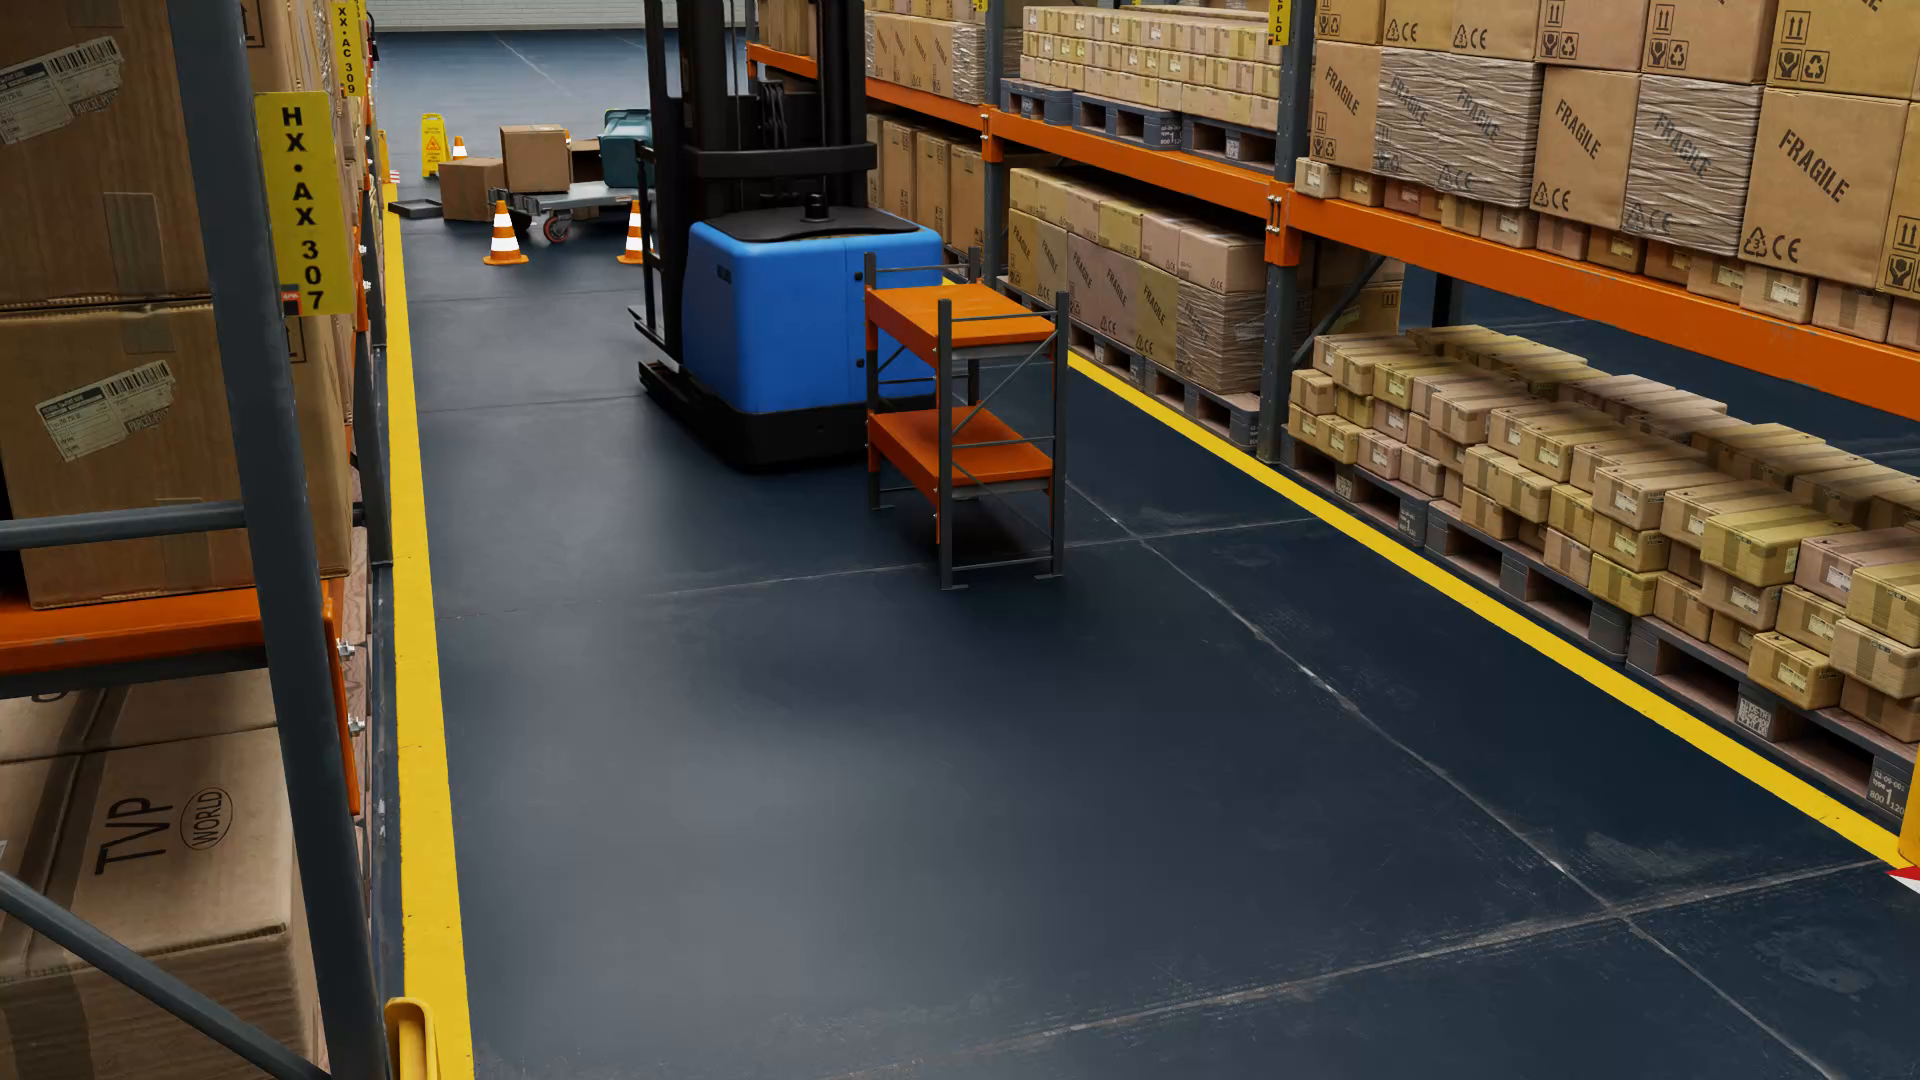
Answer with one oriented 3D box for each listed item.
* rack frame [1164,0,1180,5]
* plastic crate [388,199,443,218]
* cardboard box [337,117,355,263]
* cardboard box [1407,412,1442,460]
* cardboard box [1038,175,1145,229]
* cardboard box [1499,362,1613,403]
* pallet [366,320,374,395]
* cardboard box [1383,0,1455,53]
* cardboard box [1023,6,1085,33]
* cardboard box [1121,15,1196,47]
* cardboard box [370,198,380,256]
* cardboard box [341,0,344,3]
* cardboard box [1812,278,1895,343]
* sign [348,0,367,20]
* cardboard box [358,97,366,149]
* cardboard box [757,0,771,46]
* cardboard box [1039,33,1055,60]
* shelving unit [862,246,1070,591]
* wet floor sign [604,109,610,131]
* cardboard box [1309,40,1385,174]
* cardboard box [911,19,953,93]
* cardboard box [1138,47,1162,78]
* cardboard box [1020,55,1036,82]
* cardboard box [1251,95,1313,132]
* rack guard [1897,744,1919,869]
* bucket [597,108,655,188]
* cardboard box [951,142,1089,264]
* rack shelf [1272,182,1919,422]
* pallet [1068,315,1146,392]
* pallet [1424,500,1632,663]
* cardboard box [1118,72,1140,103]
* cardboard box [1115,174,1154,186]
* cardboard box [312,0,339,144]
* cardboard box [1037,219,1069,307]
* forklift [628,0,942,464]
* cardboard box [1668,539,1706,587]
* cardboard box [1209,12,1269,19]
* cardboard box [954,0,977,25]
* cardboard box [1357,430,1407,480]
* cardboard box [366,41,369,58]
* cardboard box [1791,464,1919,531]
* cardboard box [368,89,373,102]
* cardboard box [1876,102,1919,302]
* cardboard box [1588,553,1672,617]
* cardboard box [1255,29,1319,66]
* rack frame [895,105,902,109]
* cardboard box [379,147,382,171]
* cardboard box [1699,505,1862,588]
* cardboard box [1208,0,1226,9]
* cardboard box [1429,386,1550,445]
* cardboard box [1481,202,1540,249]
[{"bbox_3d":[2.885,-6.178,19.681,1.000,3.000,0.127,-6,21,-17],"label":"rack frame"},{"bbox_3d":[-4.981,-3.059,15.314,0.402,0.080,0.583,-15,25,-36],"label":"plastic crate"},{"bbox_3d":[-2.363,-1.200,5.672,0.500,0.500,0.500,-6,21,-17],"label":"cardboard box"},{"bbox_3d":[2.084,-0.446,6.876,0.380,0.149,0.250,-7,21,-20],"label":"cardboard box"},{"bbox_3d":[0.805,-2.081,10.240,0.500,0.250,0.500,-7,21,-18],"label":"cardboard box"},{"bbox_3d":[2.485,-0.634,6.960,0.380,0.149,0.250,-6,21,-15],"label":"cardboard box"},{"bbox_3d":[-3.832,-0.985,9.346,1.003,0.211,1.213,-6,21,-17],"label":"pallet"},{"bbox_3d":[2.004,-2.155,6.412,0.500,0.500,0.500,-7,21,-19],"label":"cardboard box"},{"bbox_3d":[0.621,-3.306,10.553,0.380,0.149,0.250,-6,21,-17],"label":"cardboard box"},{"bbox_3d":[1.109,-2.805,9.159,0.380,0.149,0.250,-7,21,-18],"label":"cardboard box"},{"bbox_3d":[-4.649,-2.181,11.819,0.950,0.372,0.625,-6,21,-15],"label":"cardboard box"},{"bbox_3d":[-3.279,-2.614,8.129,0.500,0.500,0.500,-6,21,-17],"label":"cardboard box"},{"bbox_3d":[2.667,-0.668,4.712,0.380,0.149,0.250,-7,21,-18],"label":"cardboard box"},{"bbox_3d":[-3.483,-3.163,9.573,0.100,0.325,0.005,-6,21,-17],"label":"sign"},{"bbox_3d":[-3.428,-2.191,8.800,0.500,0.250,0.500,-6,21,-16],"label":"cardboard box"},{"bbox_3d":[-1.696,-5.640,17.960,0.875,0.550,0.550,-6,21,-17],"label":"cardboard box"},{"bbox_3d":[0.707,-3.073,10.344,0.380,0.149,0.250,-5,20,-15],"label":"cardboard box"},{"bbox_3d":[0.002,-0.527,6.720,0.538,1.125,1.048,-6,21,-17],"label":"shelving unit"},{"bbox_3d":[-3.745,-4.375,18.142,0.267,0.644,0.232,-10,22,-27],"label":"wet floor sign"},{"bbox_3d":[1.832,-1.834,6.998,0.500,0.500,0.500,-7,21,-18],"label":"cardboard box"},{"bbox_3d":[-0.050,-3.600,12.355,0.500,0.500,0.500,-7,21,-18],"label":"cardboard box"},{"bbox_3d":[1.186,-2.582,8.977,0.380,0.149,0.250,-6,21,-17],"label":"cardboard box"},{"bbox_3d":[0.608,-3.031,10.668,0.380,0.149,0.250,-7,21,-18],"label":"cardboard box"},{"bbox_3d":[1.603,-2.019,7.850,0.380,0.149,0.250,-7,21,-18],"label":"cardboard box"},{"bbox_3d":[3.149,0.603,4.499,1.175,0.500,0.348,-6,21,-17],"label":"rack guard"},{"bbox_3d":[-2.830,-3.374,14.466,0.726,0.611,0.620,1,30,2],"label":"bucket"},{"bbox_3d":[0.553,-2.460,12.036,1.050,0.750,0.750,-7,21,-18],"label":"cardboard box"},{"bbox_3d":[2.545,-0.853,5.917,1.077,0.370,4.000,-6,21,-17],"label":"rack shelf"},{"bbox_3d":[1.283,-1.163,9.841,1.003,0.211,1.213,-6,21,-17],"label":"pallet"},{"bbox_3d":[2.548,0.083,6.372,1.003,0.211,1.213,-6,21,-17],"label":"pallet"},{"bbox_3d":[1.107,-2.522,9.251,0.380,0.149,0.250,-7,21,-19],"label":"cardboard box"},{"bbox_3d":[1.292,-2.138,10.399,0.500,0.250,0.500,-6,21,-16],"label":"cardboard box"},{"bbox_3d":[-2.020,-1.344,4.594,0.500,0.500,0.500,-6,21,-16],"label":"cardboard box"},{"bbox_3d":[0.800,-1.723,10.352,0.500,0.500,0.500,-6,21,-17],"label":"cardboard box"},{"bbox_3d":[-1.127,-2.192,8.682,1.130,2.935,3.031,-9,21,-22],"label":"forklift"},{"bbox_3d":[2.585,0.052,5.491,0.380,0.149,0.250,-7,21,-18],"label":"cardboard box"},{"bbox_3d":[1.652,-2.952,9.569,0.380,0.149,0.250,-5,20,-15],"label":"cardboard box"},{"bbox_3d":[0.367,-3.942,11.826,0.700,0.500,0.500,-7,21,-18],"label":"cardboard box"},{"bbox_3d":[1.936,-0.378,7.128,0.380,0.149,0.250,-6,21,-17],"label":"cardboard box"},{"bbox_3d":[-5.848,-4.677,15.871,0.380,0.149,0.250,-6,21,-16],"label":"cardboard box"},{"bbox_3d":[3.016,-0.130,5.558,0.380,0.149,0.250,-7,21,-20],"label":"cardboard box"},{"bbox_3d":[-5.428,-3.919,14.767,0.380,0.149,0.250,-5,20,-14],"label":"cardboard box"},{"bbox_3d":[2.788,-0.853,4.267,0.500,0.500,0.500,-6,21,-16],"label":"cardboard box"},{"bbox_3d":[2.402,0.129,5.716,0.380,0.149,0.250,-7,21,-20],"label":"cardboard box"},{"bbox_3d":[1.604,-2.300,7.754,0.380,0.149,0.250,-5,20,-15],"label":"cardboard box"},{"bbox_3d":[-0.599,-4.400,14.730,1.000,3.000,0.127,-6,21,-17],"label":"rack frame"},{"bbox_3d":[-6.006,-3.791,16.479,0.500,0.250,0.500,-6,21,-17],"label":"cardboard box"},{"bbox_3d":[2.540,0.015,5.152,0.380,0.149,0.250,-7,21,-18],"label":"cardboard box"},{"bbox_3d":[3.302,-6.038,18.703,0.875,0.500,0.500,-6,21,-17],"label":"cardboard box"},{"bbox_3d":[2.090,-0.494,6.571,0.380,0.149,0.250,-6,21,-16],"label":"cardboard box"},{"bbox_3d":[2.154,-1.172,6.113,0.380,0.149,0.250,-5,20,-15],"label":"cardboard box"}]
